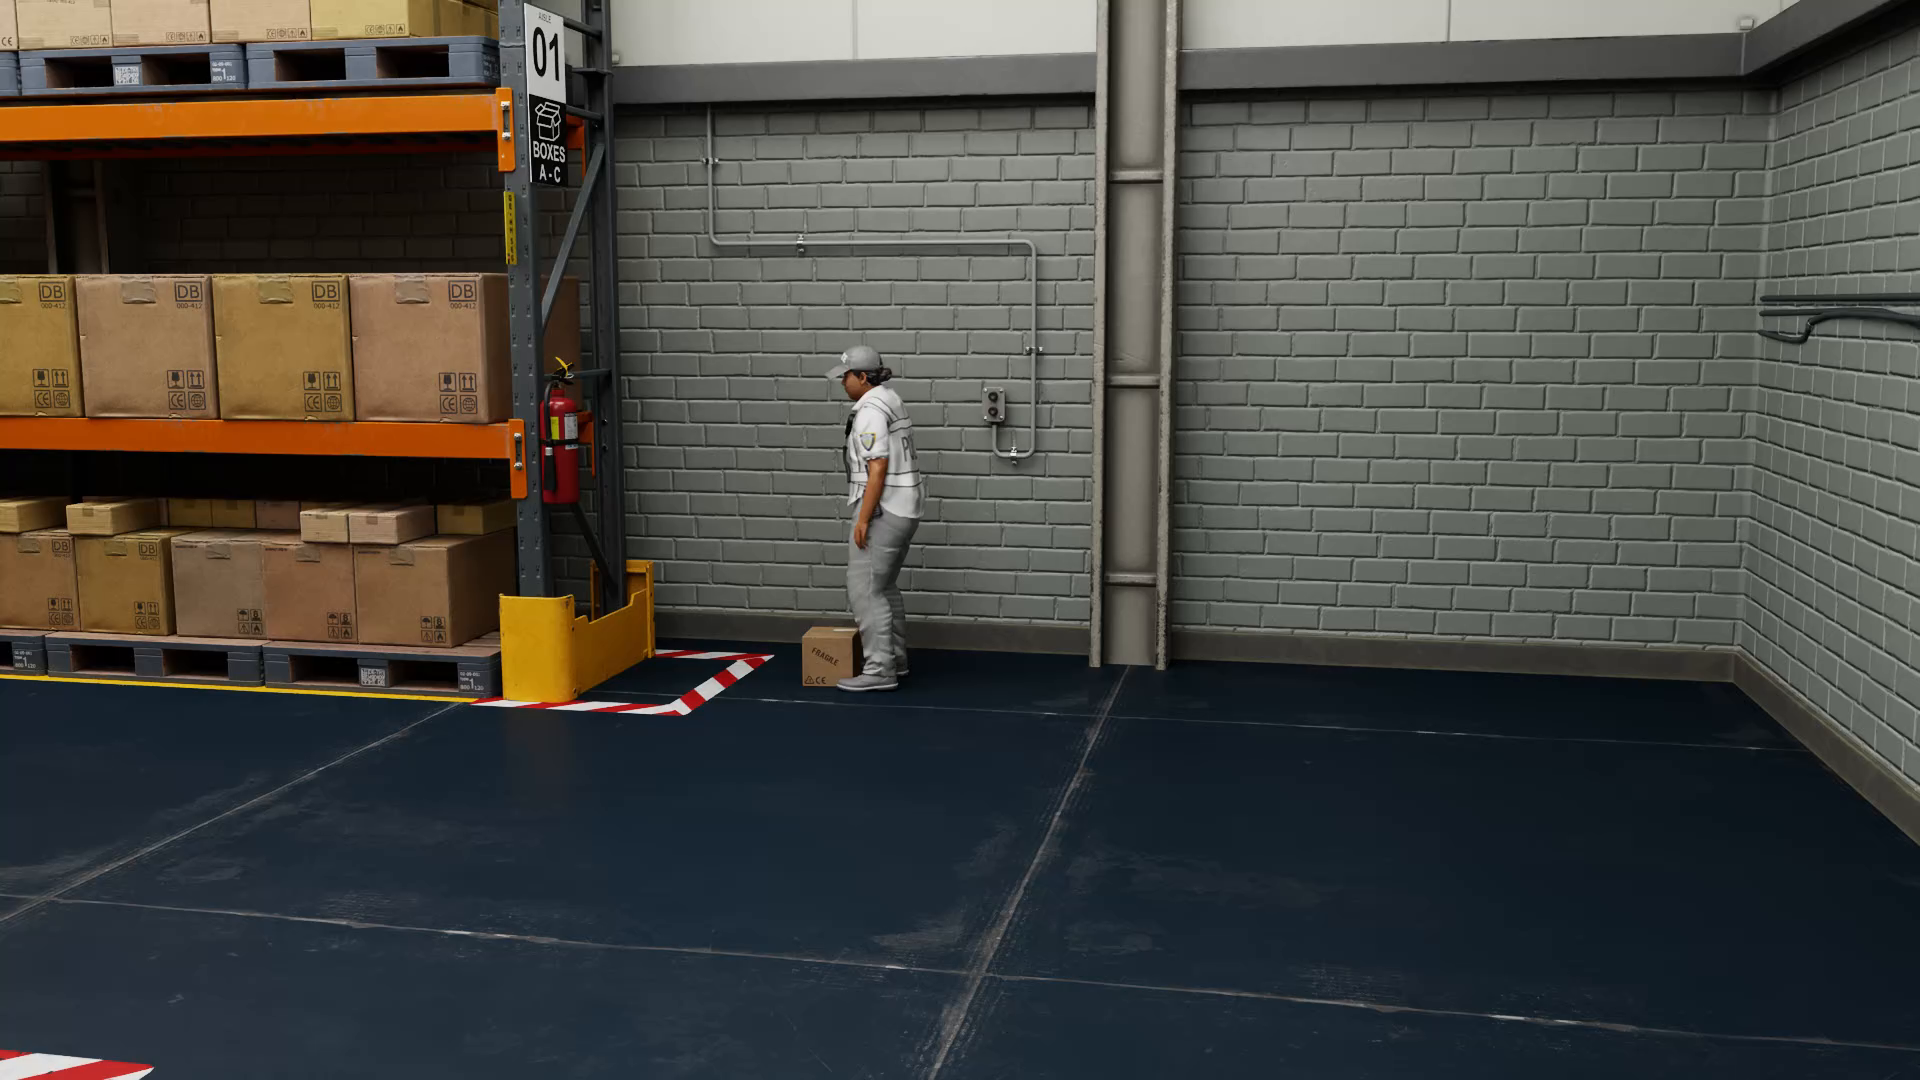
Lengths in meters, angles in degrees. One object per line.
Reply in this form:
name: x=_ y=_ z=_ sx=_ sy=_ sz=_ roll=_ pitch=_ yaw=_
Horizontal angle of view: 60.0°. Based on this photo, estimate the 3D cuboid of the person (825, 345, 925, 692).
person: x=-0.414 y=-0.115 z=8.111 sx=0.465 sy=1.665 sz=0.542 roll=1 pitch=8 yaw=9
